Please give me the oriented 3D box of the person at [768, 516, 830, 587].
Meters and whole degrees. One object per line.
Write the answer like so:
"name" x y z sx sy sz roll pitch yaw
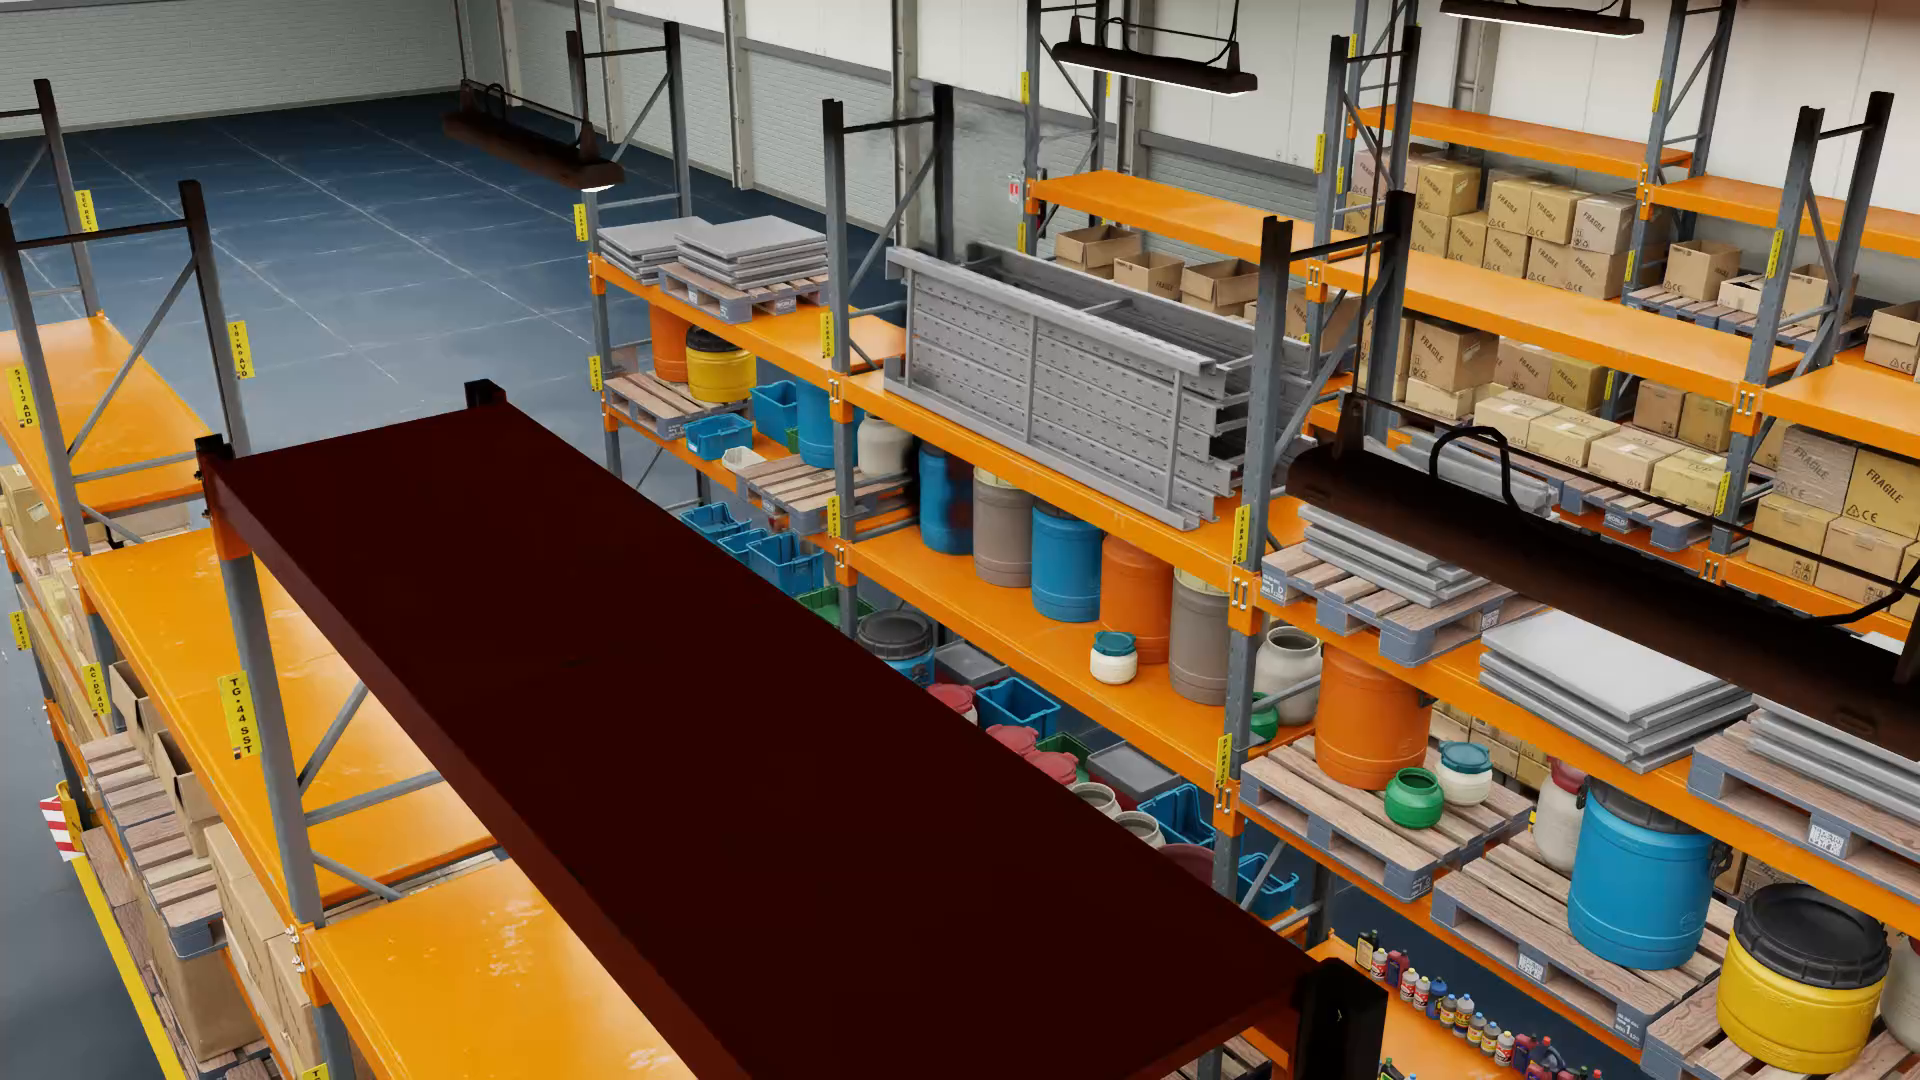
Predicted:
"person" -1.742 -0.022 17.061 0.696 1.757 0.730 19 31 35
